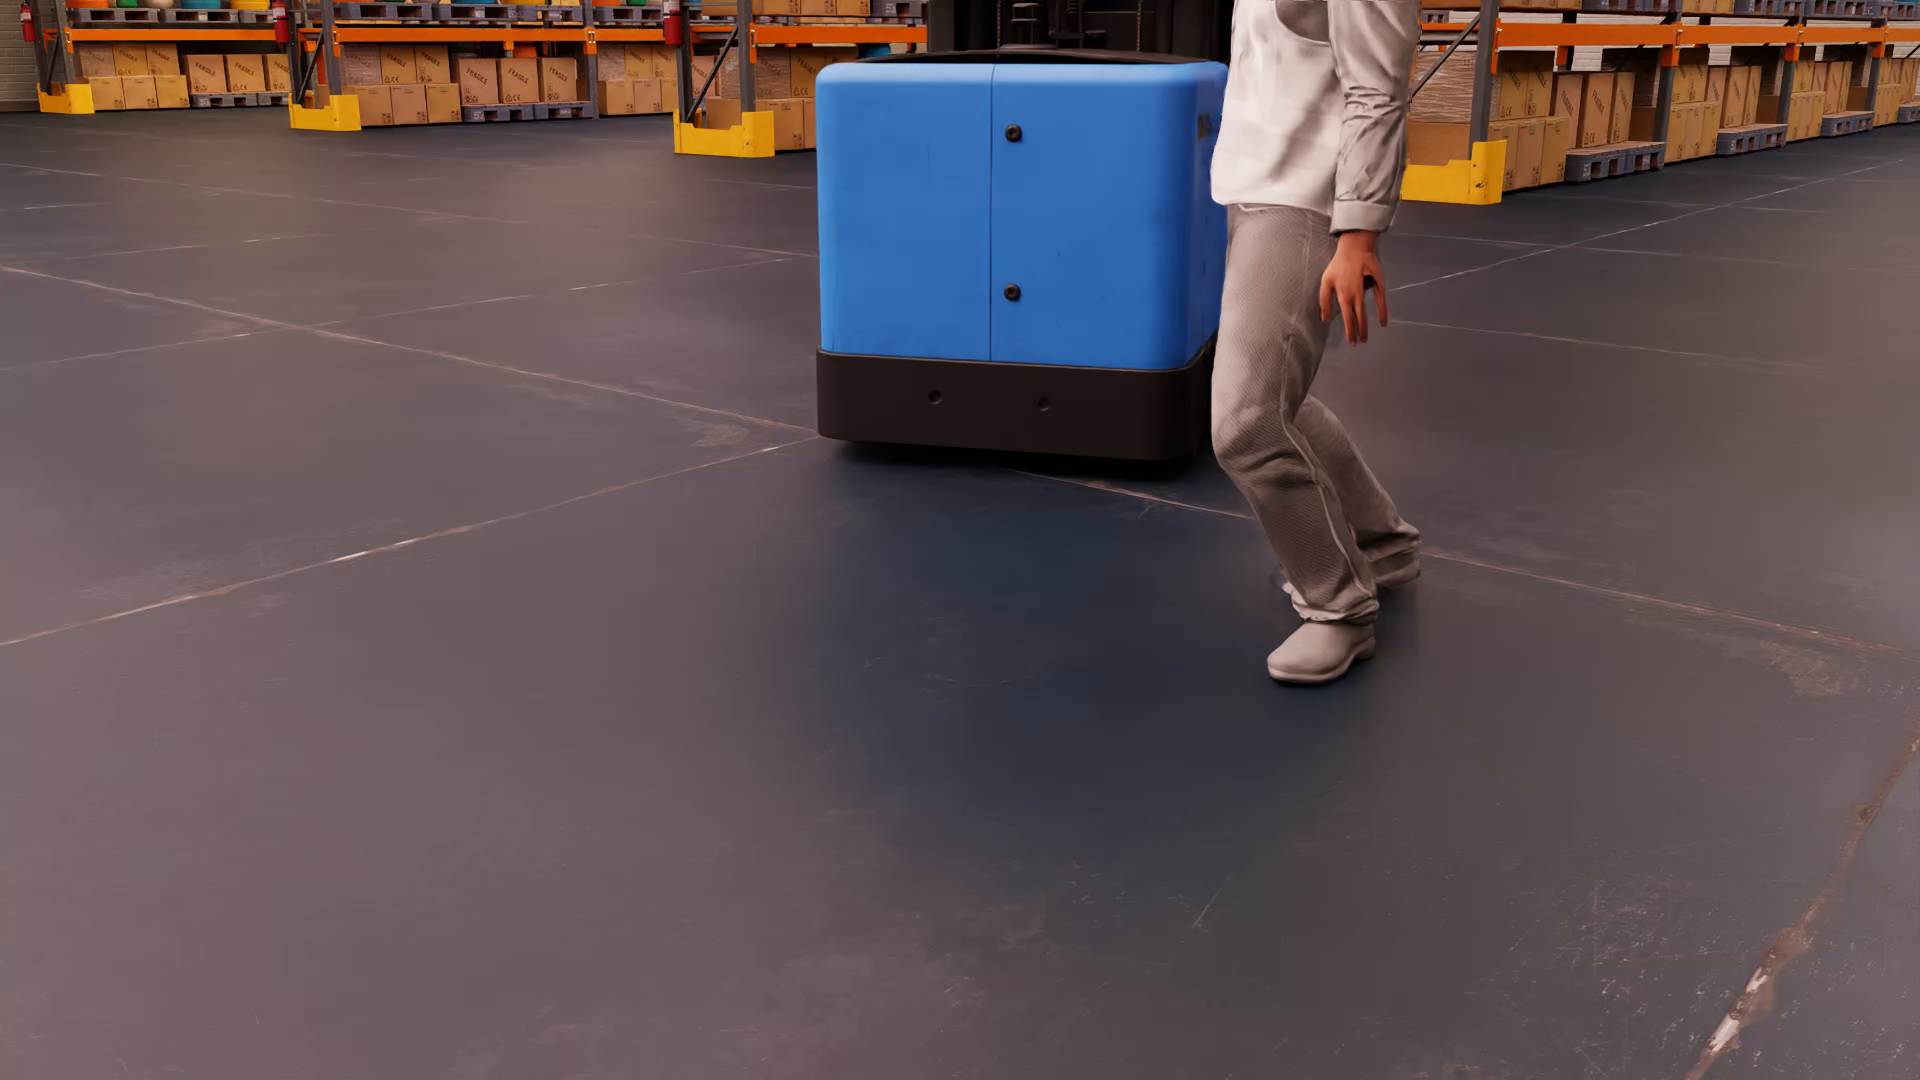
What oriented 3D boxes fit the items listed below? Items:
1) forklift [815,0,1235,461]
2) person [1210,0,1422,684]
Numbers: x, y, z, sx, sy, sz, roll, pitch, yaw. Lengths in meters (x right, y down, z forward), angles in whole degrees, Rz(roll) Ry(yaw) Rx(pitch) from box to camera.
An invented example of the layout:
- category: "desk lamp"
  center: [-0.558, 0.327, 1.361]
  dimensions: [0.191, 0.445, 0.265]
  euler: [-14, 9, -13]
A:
- category: "forklift"
  center: [0.497, -1.999, 5.481]
  dimensions: [1.130, 2.935, 3.031]
  euler: [5, 18, 15]
- category: "person"
  center: [0.724, -0.647, 3.214]
  dimensions: [0.492, 1.731, 0.875]
  euler: [2, 17, 6]
